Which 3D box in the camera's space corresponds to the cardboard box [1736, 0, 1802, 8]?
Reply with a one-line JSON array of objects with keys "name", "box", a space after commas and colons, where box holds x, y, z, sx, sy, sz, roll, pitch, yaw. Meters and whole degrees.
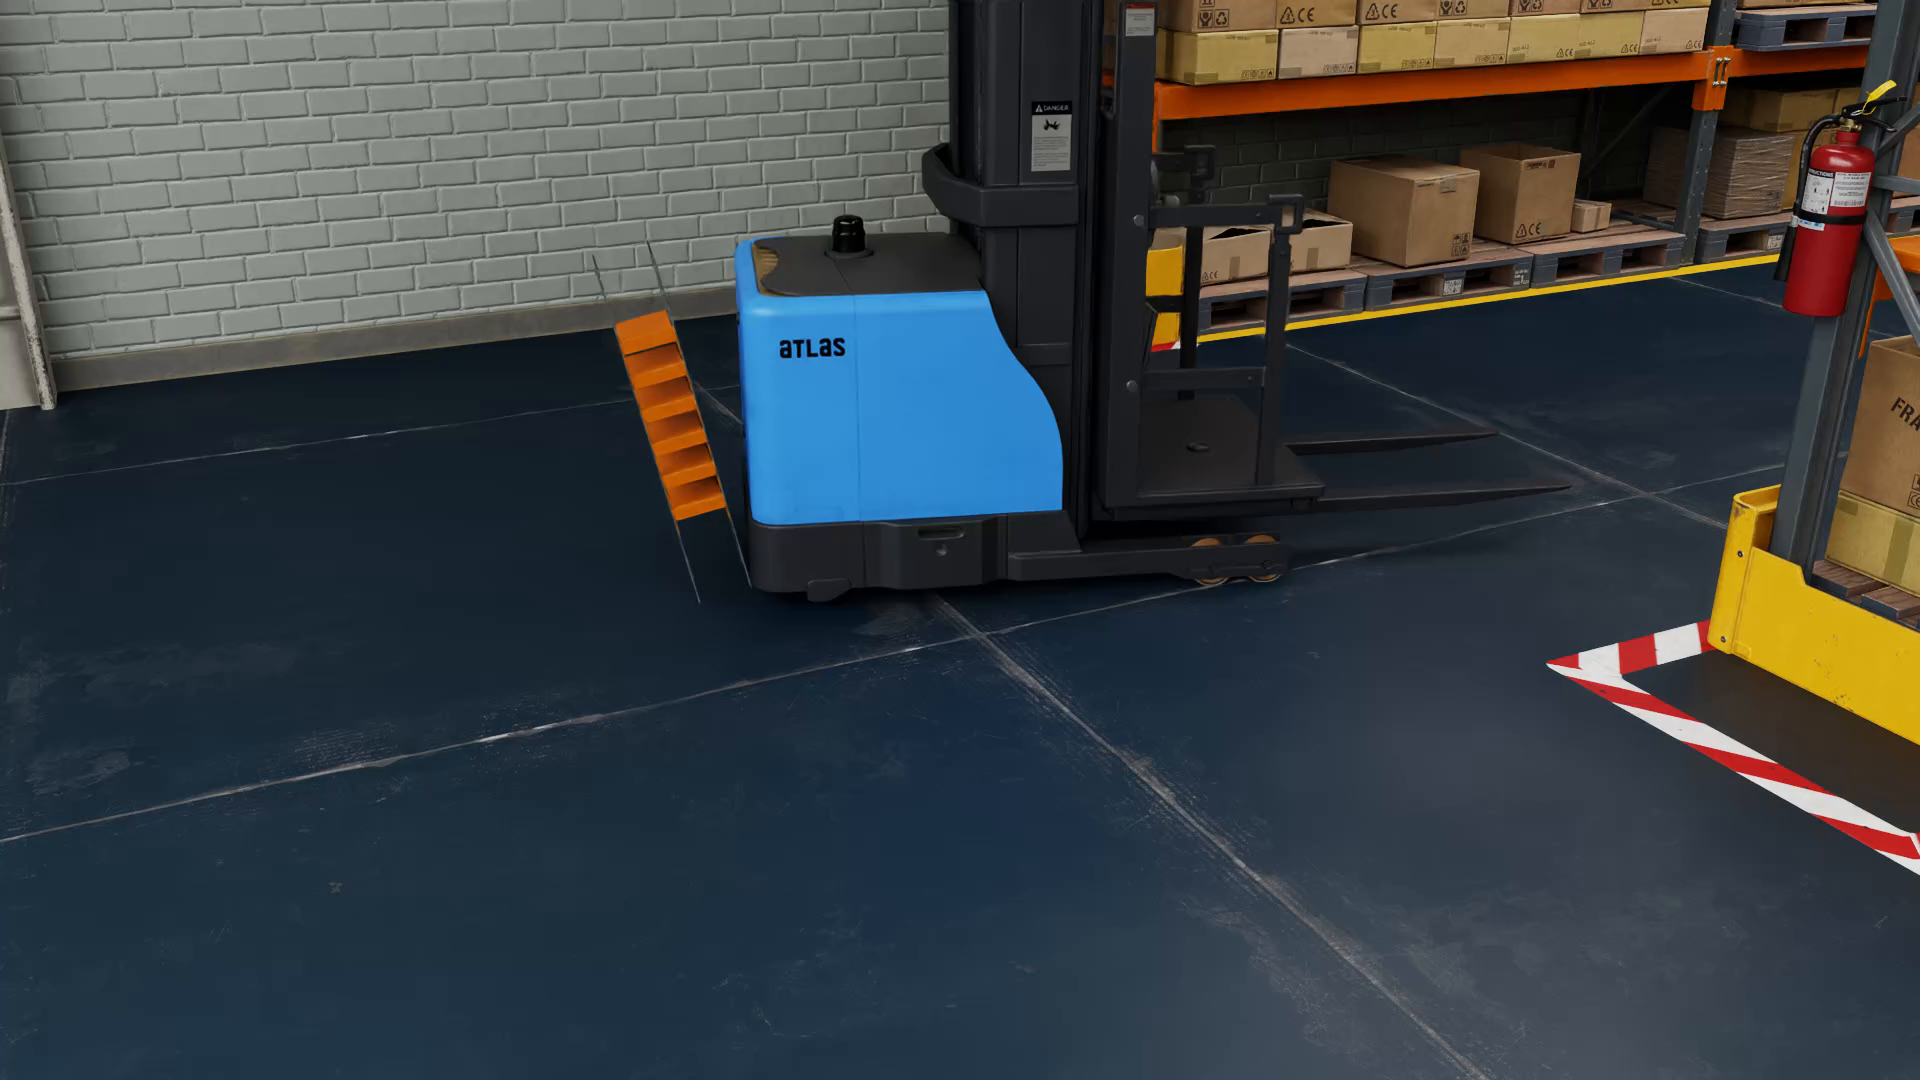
[{"name": "cardboard box", "box": [4.781, -3.584, 10.281, 0.500, 0.500, 0.700, -10, 25, -23]}]

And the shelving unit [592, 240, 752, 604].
[{"name": "shelving unit", "box": [-0.960, -0.383, 5.588, 0.189, 1.200, 0.258, -17, 25, -8]}]

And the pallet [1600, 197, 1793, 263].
[{"name": "pallet", "box": [5.008, -2.103, 11.055, 1.213, 0.211, 1.003, -10, 25, -24]}]

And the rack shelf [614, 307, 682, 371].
[{"name": "rack shelf", "box": [-1.025, -0.661, 5.454, 0.180, 0.103, 0.258, -17, 25, -8]}]

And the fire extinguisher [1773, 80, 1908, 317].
[{"name": "fire extinguisher", "box": [2.547, -0.997, 4.837, 0.183, 0.674, 0.296, -10, 25, -24]}]

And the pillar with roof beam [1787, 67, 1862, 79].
[{"name": "pillar with roof beam", "box": [8.232, -5.296, 7.279, 0.400, 9.000, 9.100, -10, 25, -24]}]

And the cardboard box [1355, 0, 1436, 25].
[{"name": "cardboard box", "box": [2.182, -3.023, 8.820, 0.500, 0.500, 0.500, -11, 25, -25]}]

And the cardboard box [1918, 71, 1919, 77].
[{"name": "cardboard box", "box": [6.745, -3.110, 11.554, 0.500, 0.250, 0.500, -10, 24, -23]}]

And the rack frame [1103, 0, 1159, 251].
[{"name": "rack frame", "box": [0.703, -2.599, 8.606, 0.127, 3.000, 1.000, -10, 25, -24]}]

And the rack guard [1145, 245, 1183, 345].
[{"name": "rack guard", "box": [0.772, -1.456, 9.114, 0.348, 0.500, 1.175, -10, 25, -24]}]

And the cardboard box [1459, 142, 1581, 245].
[{"name": "cardboard box", "box": [3.390, -2.124, 10.153, 0.500, 0.500, 0.500, -12, 26, -28]}]

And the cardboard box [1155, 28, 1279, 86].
[{"name": "cardboard box", "box": [1.281, -2.510, 8.562, 0.500, 0.250, 0.500, -11, 25, -25]}]

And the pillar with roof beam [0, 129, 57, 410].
[{"name": "pillar with roof beam", "box": [-2.581, -3.306, 2.471, 0.400, 9.000, 9.100, -10, 25, -24]}]

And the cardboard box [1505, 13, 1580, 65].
[{"name": "cardboard box", "box": [3.113, -2.850, 9.384, 0.500, 0.250, 0.500, -11, 25, -24]}]

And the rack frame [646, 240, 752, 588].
[{"name": "rack frame", "box": [-0.874, -0.409, 5.601, 0.006, 1.200, 0.240, -17, 25, -8]}]

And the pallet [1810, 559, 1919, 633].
[{"name": "pallet", "box": [3.526, 0.255, 5.358, 1.213, 0.211, 1.003, -10, 25, -24]}]

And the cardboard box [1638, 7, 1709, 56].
[{"name": "cardboard box", "box": [4.012, -3.019, 9.791, 0.500, 0.250, 0.500, -10, 25, -23]}]

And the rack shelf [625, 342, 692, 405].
[{"name": "rack shelf", "box": [-1.000, -0.555, 5.505, 0.180, 0.103, 0.258, -17, 25, -8]}]

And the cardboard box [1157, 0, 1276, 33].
[{"name": "cardboard box", "box": [1.264, -2.861, 8.428, 0.500, 0.500, 0.500, -10, 25, -24]}]

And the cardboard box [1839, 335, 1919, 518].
[{"name": "cardboard box", "box": [3.209, -0.354, 5.248, 0.500, 0.500, 0.500, -10, 25, -24]}]

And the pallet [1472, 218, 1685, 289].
[{"name": "pallet", "box": [3.718, -1.850, 10.443, 1.213, 0.211, 1.003, -10, 25, -24]}]

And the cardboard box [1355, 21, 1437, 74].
[{"name": "cardboard box", "box": [2.204, -2.684, 8.981, 0.500, 0.250, 0.500, -11, 25, -24]}]

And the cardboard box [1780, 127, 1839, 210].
[{"name": "cardboard box", "box": [5.407, -2.541, 11.160, 0.500, 0.500, 0.700, -11, 25, -25]}]

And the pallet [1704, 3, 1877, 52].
[{"name": "pallet", "box": [5.059, -3.250, 10.430, 1.213, 0.211, 1.003, -10, 25, -24]}]

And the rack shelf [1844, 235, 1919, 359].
[{"name": "rack shelf", "box": [4.657, -0.891, 5.422, 4.000, 0.370, 1.077, -10, 25, -24]}]

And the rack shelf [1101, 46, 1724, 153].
[{"name": "rack shelf", "box": [2.505, -2.598, 9.545, 4.000, 0.370, 1.077, -10, 25, -24]}]

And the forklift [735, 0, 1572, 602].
[{"name": "forklift", "box": [0.720, -1.388, 5.771, 3.031, 2.935, 1.130, -3, 23, -8]}]

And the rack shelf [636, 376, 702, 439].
[{"name": "rack shelf", "box": [-0.976, -0.449, 5.556, 0.180, 0.103, 0.258, -17, 25, -8]}]

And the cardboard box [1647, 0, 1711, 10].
[{"name": "cardboard box", "box": [4.016, -3.364, 9.643, 0.500, 0.500, 0.500, -10, 25, -24]}]

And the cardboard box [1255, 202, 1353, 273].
[{"name": "cardboard box", "box": [1.879, -1.738, 9.467, 0.500, 0.311, 0.500, -8, 24, -19]}]

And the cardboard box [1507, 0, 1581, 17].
[{"name": "cardboard box", "box": [3.110, -3.199, 9.246, 0.500, 0.500, 0.500, -11, 25, -25]}]

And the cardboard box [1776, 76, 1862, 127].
[{"name": "cardboard box", "box": [5.826, -2.947, 11.159, 0.500, 0.250, 0.500, -11, 25, -25]}]
